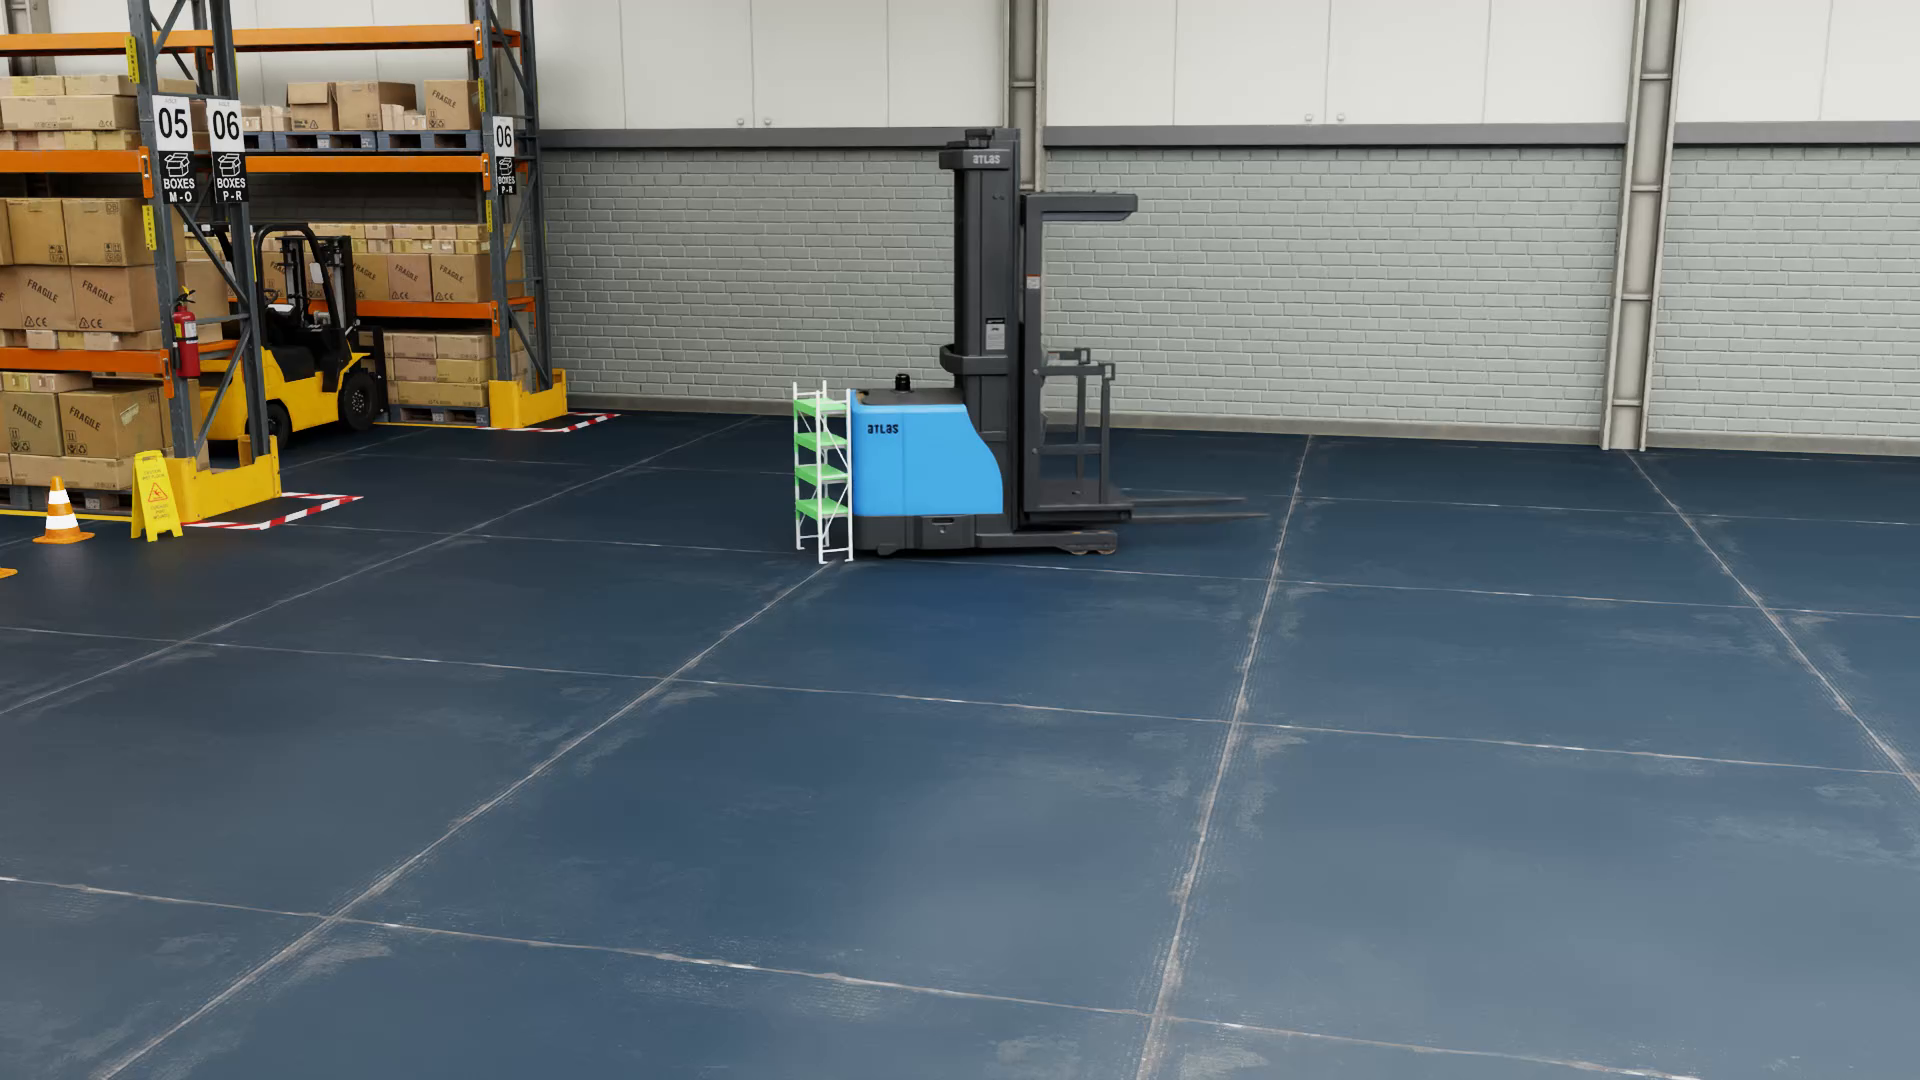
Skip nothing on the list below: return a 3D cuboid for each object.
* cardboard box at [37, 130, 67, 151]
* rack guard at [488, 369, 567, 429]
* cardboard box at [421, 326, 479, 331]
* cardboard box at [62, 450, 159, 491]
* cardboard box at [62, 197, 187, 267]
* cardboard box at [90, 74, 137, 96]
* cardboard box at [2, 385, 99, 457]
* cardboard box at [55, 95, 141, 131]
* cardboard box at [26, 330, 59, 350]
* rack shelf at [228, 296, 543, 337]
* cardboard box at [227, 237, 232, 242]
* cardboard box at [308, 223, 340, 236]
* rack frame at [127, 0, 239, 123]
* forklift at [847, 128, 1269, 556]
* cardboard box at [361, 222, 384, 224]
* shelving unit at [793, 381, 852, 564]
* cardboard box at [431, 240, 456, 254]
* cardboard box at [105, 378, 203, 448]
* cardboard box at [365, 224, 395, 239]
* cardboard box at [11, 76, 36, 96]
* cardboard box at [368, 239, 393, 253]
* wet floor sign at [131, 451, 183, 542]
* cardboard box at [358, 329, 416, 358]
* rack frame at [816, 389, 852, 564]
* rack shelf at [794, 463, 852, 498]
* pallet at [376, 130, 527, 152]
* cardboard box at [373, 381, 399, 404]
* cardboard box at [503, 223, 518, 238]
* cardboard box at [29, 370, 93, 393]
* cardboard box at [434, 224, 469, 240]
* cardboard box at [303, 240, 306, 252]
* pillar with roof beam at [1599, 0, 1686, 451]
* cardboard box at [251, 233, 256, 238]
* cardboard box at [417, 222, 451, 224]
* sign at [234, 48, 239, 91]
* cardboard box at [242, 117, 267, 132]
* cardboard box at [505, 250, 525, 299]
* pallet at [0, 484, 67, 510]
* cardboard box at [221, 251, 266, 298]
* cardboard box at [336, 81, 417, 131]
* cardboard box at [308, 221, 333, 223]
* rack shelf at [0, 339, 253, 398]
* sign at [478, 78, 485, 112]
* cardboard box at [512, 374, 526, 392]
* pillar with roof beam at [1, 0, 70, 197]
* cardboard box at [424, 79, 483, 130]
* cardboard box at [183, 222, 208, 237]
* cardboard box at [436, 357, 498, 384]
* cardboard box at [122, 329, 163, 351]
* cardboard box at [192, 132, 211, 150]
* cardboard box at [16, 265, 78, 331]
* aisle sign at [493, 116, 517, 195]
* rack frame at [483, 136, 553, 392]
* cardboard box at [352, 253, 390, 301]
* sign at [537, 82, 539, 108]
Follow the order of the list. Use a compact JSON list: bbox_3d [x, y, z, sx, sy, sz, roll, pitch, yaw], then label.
[{"bbox_3d":[-6.799,-3.051,12.713,0.250,0.149,0.380,3,13,15],"label":"cardboard box"},{"bbox_3d":[-4.677,-1.545,18.042,0.348,0.500,1.175,3,13,14],"label":"rack guard"},{"bbox_3d":[-5.608,-2.207,18.326,0.500,0.250,0.500,3,13,14],"label":"cardboard box"},{"bbox_3d":[-6.758,-0.572,13.263,0.500,0.250,0.500,3,13,13],"label":"cardboard box"},{"bbox_3d":[-6.434,-2.385,12.832,0.500,0.500,0.700,3,13,12],"label":"cardboard box"},{"bbox_3d":[-6.285,-3.409,12.486,0.250,0.149,0.380,3,13,14],"label":"cardboard box"},{"bbox_3d":[-7.234,-0.964,13.301,0.500,0.500,0.500,4,13,16],"label":"cardboard box"},{"bbox_3d":[-6.447,-3.229,12.595,0.500,0.250,0.500,3,13,13],"label":"cardboard box"},{"bbox_3d":[-7.074,-1.589,13.049,0.250,0.149,0.380,3,13,15],"label":"cardboard box"},{"bbox_3d":[-6.642,-2.519,18.322,4.000,0.370,1.077,3,13,14],"label":"rack shelf"},{"bbox_3d":[-7.826,-3.247,18.214,0.250,0.149,0.380,3,13,13],"label":"cardboard box"},{"bbox_3d":[-6.829,-3.346,17.976,0.250,0.149,0.380,3,13,14],"label":"cardboard box"},{"bbox_3d":[-5.886,-4.651,12.421,0.127,3.000,1.000,3,13,14],"label":"rack frame"},{"bbox_3d":[0.701,-1.435,11.933,3.031,2.935,1.130,-1,13,-5],"label":"forklift"},{"bbox_3d":[-6.470,-3.426,18.333,0.250,0.149,0.380,3,13,14],"label":"cardboard box"},{"bbox_3d":[-0.962,-0.482,11.636,0.258,1.200,0.503,-5,14,-23],"label":"shelving unit"},{"bbox_3d":[-5.359,-3.098,17.543,0.250,0.149,0.380,3,13,14],"label":"cardboard box"},{"bbox_3d":[-6.626,-1.052,13.698,0.500,0.500,0.500,3,13,12],"label":"cardboard box"},{"bbox_3d":[-6.109,-3.284,17.696,0.250,0.149,0.380,3,13,15],"label":"cardboard box"},{"bbox_3d":[-7.012,-3.464,12.734,0.250,0.149,0.380,3,13,14],"label":"cardboard box"},{"bbox_3d":[-6.105,-3.143,17.748,0.250,0.149,0.380,3,13,12],"label":"cardboard box"},{"bbox_3d":[-5.958,-0.338,12.268,0.232,0.644,0.267,8,15,33],"label":"wet floor sign"},{"bbox_3d":[-6.211,-2.125,17.955,0.500,0.250,0.500,3,13,14],"label":"cardboard box"},{"bbox_3d":[-0.863,-0.434,11.419,0.240,1.200,0.015,-5,14,-23],"label":"rack frame"},{"bbox_3d":[-0.961,-0.420,11.650,0.258,0.148,0.480,-5,14,-23],"label":"rack shelf"},{"bbox_3d":[-5.381,-4.230,17.651,1.213,0.211,1.003,3,13,14],"label":"pallet"},{"bbox_3d":[-6.196,-1.643,18.090,0.500,0.250,0.500,3,13,14],"label":"cardboard box"},{"bbox_3d":[-4.975,-3.339,17.944,0.250,0.149,0.380,3,13,12],"label":"cardboard box"},{"bbox_3d":[-7.099,-1.259,13.134,0.250,0.149,0.380,3,13,15],"label":"cardboard box"},{"bbox_3d":[-5.345,-3.257,17.576,0.250,0.149,0.380,3,13,14],"label":"cardboard box"},{"bbox_3d":[-7.101,-3.195,17.981,0.250,0.149,0.380,3,13,12],"label":"cardboard box"},{"bbox_3d":[5.459,-4.393,11.257,0.400,9.000,9.100,3,13,14],"label":"pillar with roof beam"},{"bbox_3d":[-7.595,-3.365,18.059,0.250,0.149,0.380,3,13,15],"label":"cardboard box"},{"bbox_3d":[-5.718,-3.387,18.158,0.250,0.149,0.380,3,13,14],"label":"cardboard box"},{"bbox_3d":[-5.756,-3.727,13.166,0.005,0.325,0.100,3,13,14],"label":"sign"},{"bbox_3d":[-7.475,-4.442,17.786,0.250,0.149,0.380,3,13,15],"label":"cardboard box"},{"bbox_3d":[-5.115,-2.899,18.145,0.500,0.500,0.500,3,13,15],"label":"cardboard box"},{"bbox_3d":[-7.921,-0.478,13.902,1.213,0.211,1.003,3,13,14],"label":"pallet"},{"bbox_3d":[-7.706,-2.921,18.244,0.500,0.500,0.500,3,13,15],"label":"cardboard box"},{"bbox_3d":[-6.159,-4.579,17.592,0.500,0.500,0.700,3,13,14],"label":"cardboard box"},{"bbox_3d":[-7.203,-3.481,18.585,0.250,0.149,0.380,3,13,13],"label":"cardboard box"},{"bbox_3d":[-7.828,-1.475,13.617,4.000,0.370,1.077,3,13,14],"label":"rack shelf"},{"bbox_3d":[-4.844,-4.511,16.853,0.005,0.325,0.100,3,13,14],"label":"sign"},{"bbox_3d":[-5.130,-1.696,18.329,0.500,0.250,0.500,3,13,14],"label":"cardboard box"},{"bbox_3d":[-12.017,-5.327,15.467,0.400,9.000,9.100,3,13,14],"label":"pillar with roof beam"},{"bbox_3d":[-5.188,-4.505,17.257,0.500,0.500,0.500,3,13,15],"label":"cardboard box"},{"bbox_3d":[-8.345,-3.406,18.243,0.250,0.149,0.380,3,13,15],"label":"cardboard box"},{"bbox_3d":[-5.248,-1.832,17.792,0.500,0.250,0.500,3,13,13],"label":"cardboard box"},{"bbox_3d":[-6.300,-1.574,12.983,0.250,0.149,0.380,4,13,15],"label":"cardboard box"},{"bbox_3d":[-6.130,-3.149,13.159,0.250,0.149,0.380,3,13,14],"label":"cardboard box"},{"bbox_3d":[-6.964,-1.913,13.015,0.500,0.500,0.500,3,13,14],"label":"cardboard box"},{"bbox_3d":[-4.707,-3.970,17.201,0.004,0.787,0.394,3,13,14],"label":"aisle sign"},{"bbox_3d":[-4.700,-2.766,17.777,0.127,3.000,1.000,3,13,14],"label":"rack frame"},{"bbox_3d":[-6.240,-2.841,17.882,0.500,0.500,0.500,3,13,12],"label":"cardboard box"},{"bbox_3d":[-4.561,-4.812,17.873,0.005,0.325,0.100,3,13,14],"label":"sign"}]
